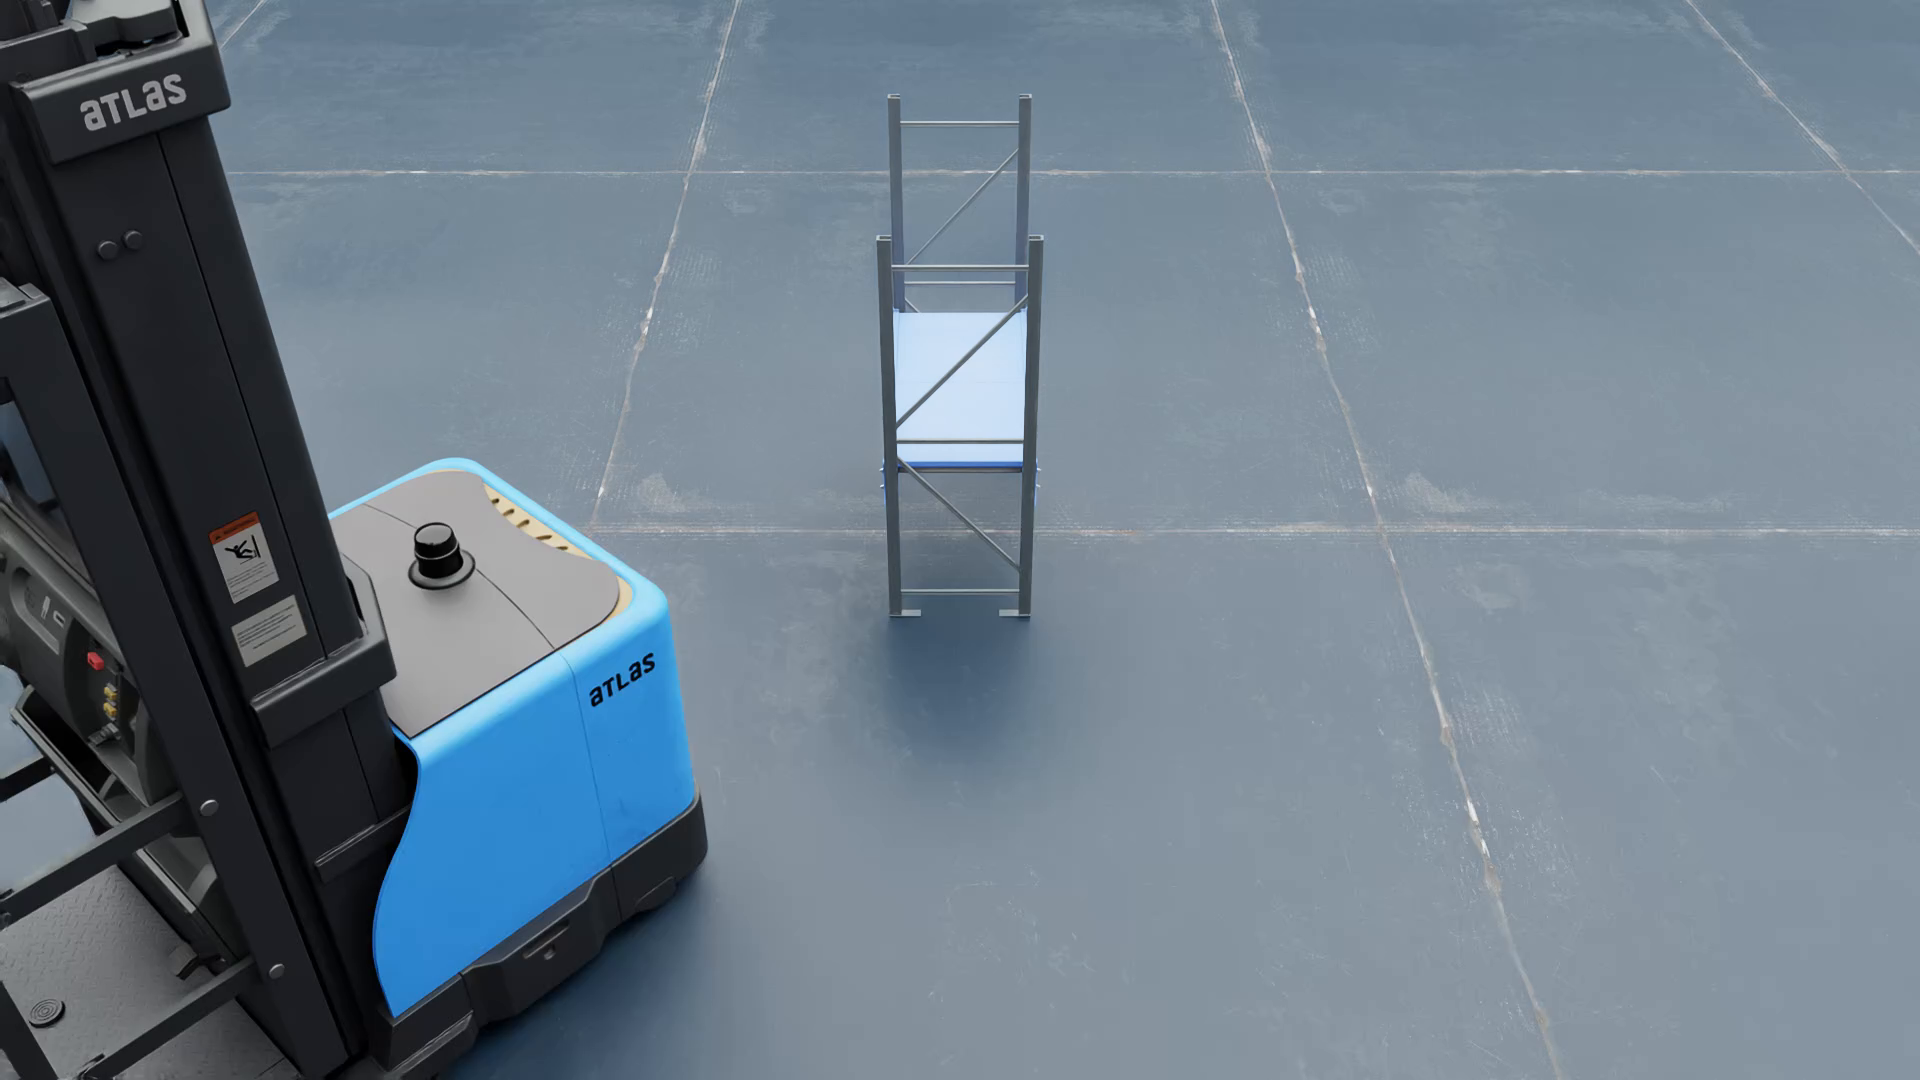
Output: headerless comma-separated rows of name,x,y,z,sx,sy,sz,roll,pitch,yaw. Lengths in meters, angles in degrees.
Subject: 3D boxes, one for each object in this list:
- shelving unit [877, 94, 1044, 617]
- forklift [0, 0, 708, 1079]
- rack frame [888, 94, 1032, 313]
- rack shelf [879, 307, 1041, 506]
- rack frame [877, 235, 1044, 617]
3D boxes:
shelving unit,0.000,-0.639,5.848,0.538,1.500,1.048,0,39,0
forklift,-2.124,0.309,3.521,1.130,2.935,3.031,30,47,32
rack frame,-0.001,-0.956,6.244,0.500,1.500,0.032,0,39,0
rack shelf,0.000,-0.498,5.960,0.538,0.185,1.000,0,39,0
rack frame,0.000,-0.321,5.451,0.500,1.500,0.032,0,39,0
